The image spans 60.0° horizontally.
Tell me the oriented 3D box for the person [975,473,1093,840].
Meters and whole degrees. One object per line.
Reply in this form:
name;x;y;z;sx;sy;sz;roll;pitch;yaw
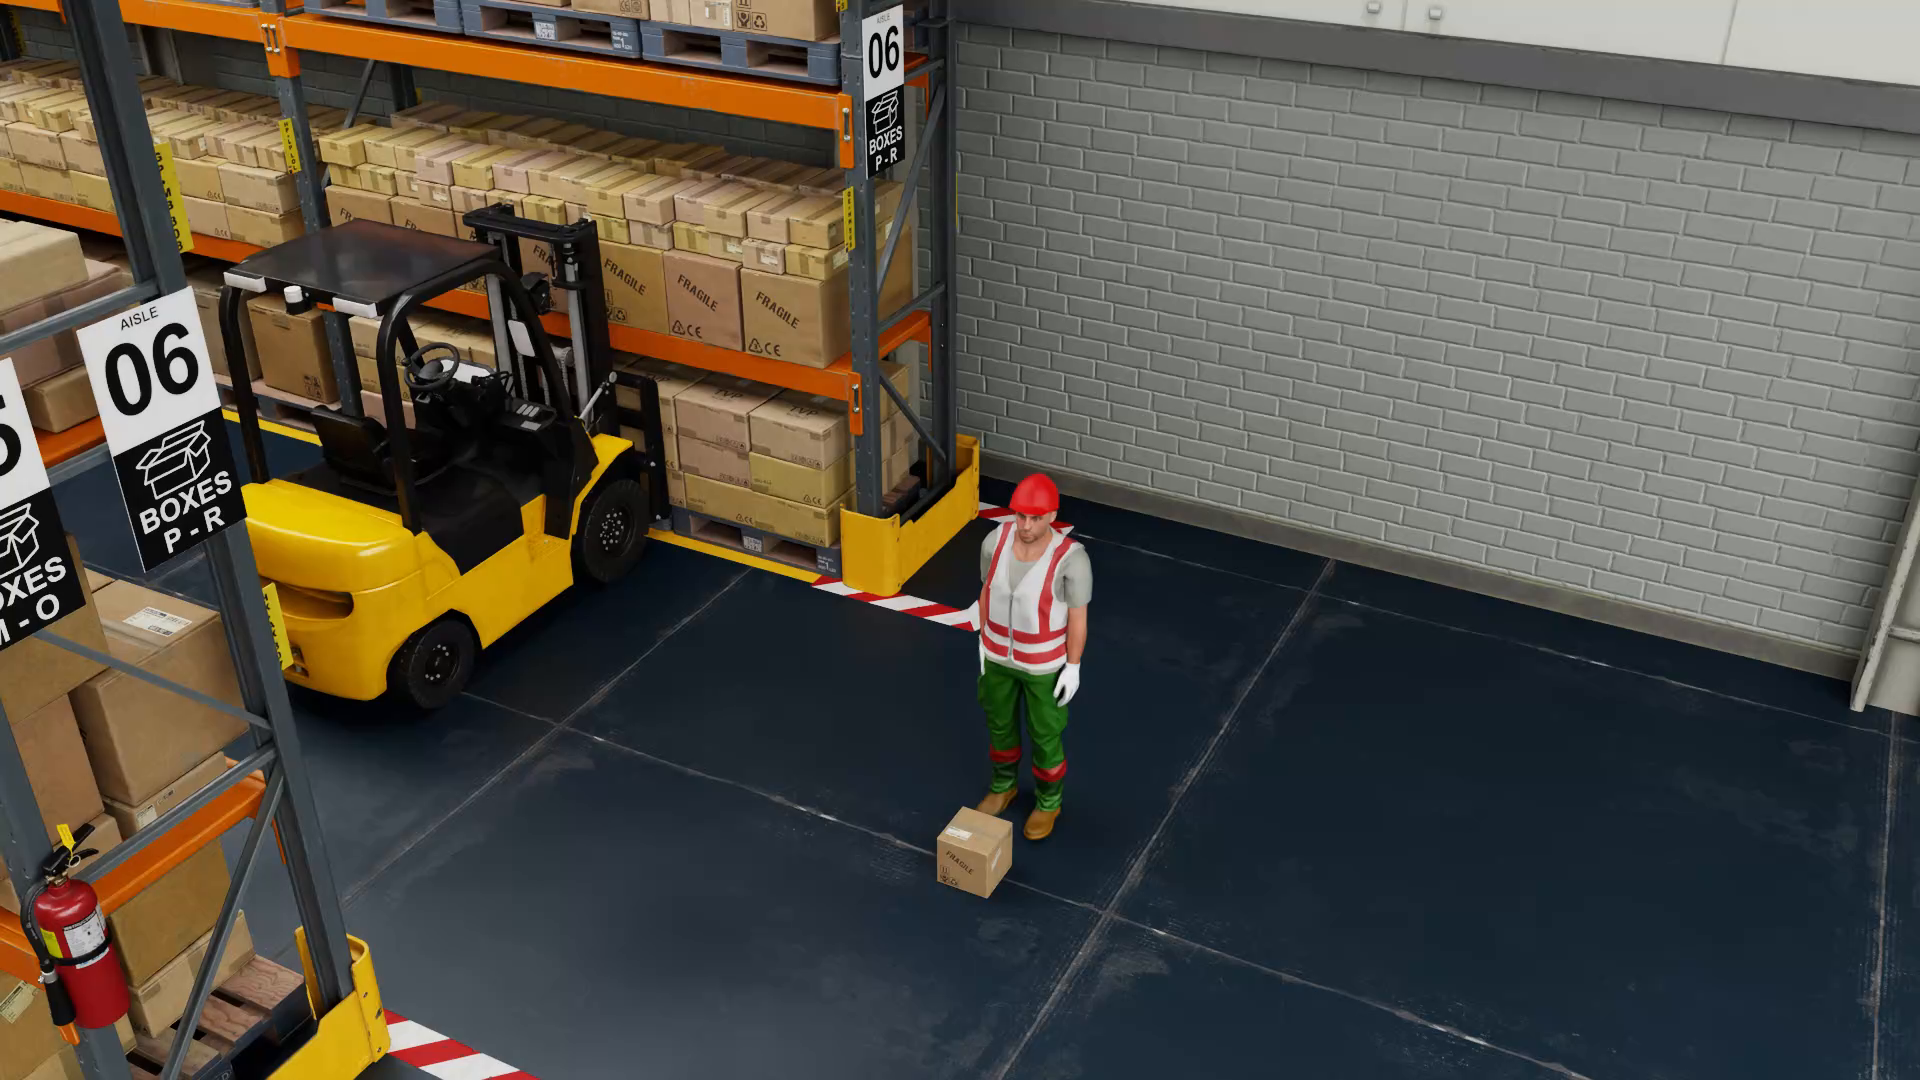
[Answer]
person;0.303;0.525;7.371;0.524;1.805;0.342;15;33;24
